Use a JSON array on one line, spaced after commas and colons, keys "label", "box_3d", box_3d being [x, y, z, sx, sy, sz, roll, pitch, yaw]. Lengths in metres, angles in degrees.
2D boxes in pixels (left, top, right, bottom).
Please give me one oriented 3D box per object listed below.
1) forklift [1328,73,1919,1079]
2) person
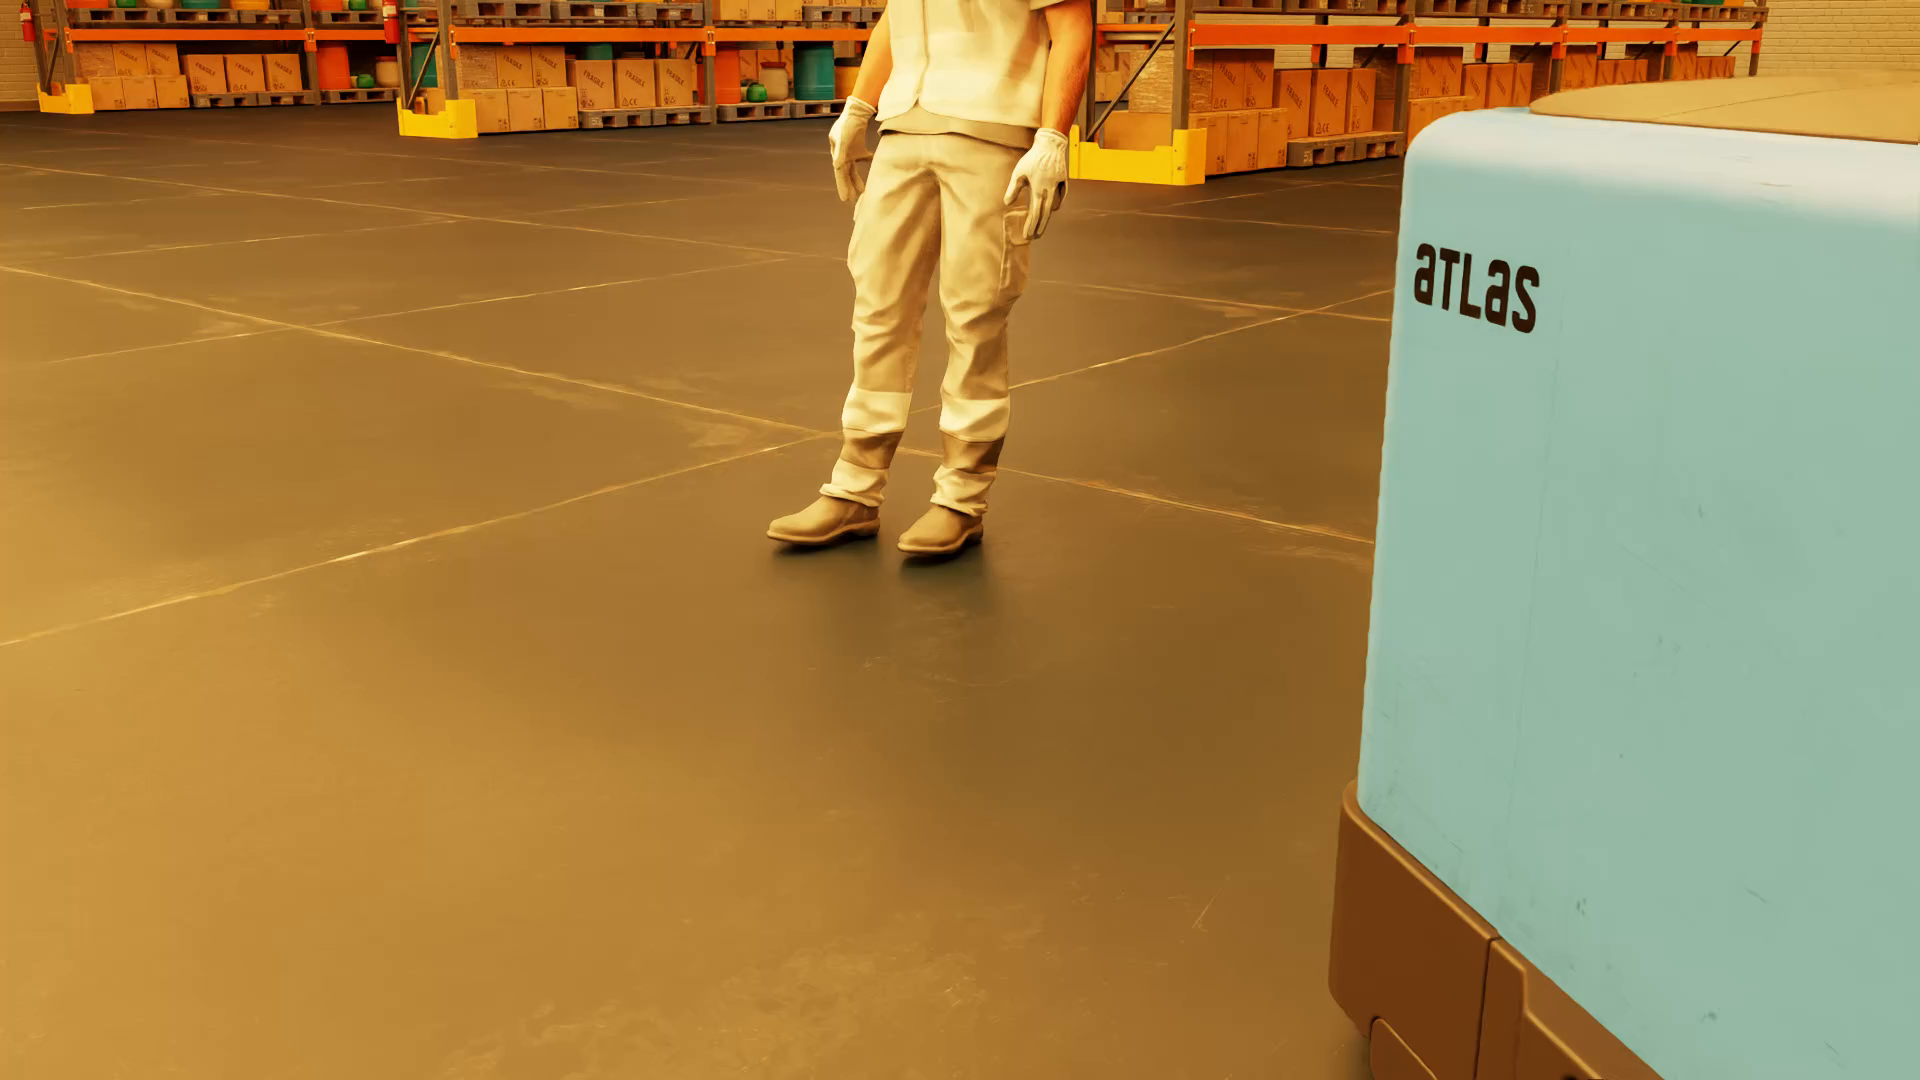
[{"label": "forklift", "box_3d": [1.319, -0.442, 0.354, 1.130, 2.935, 3.031, -5, 17, -15]}, {"label": "person", "box_3d": [-0.061, -0.848, 3.629, 0.637, 1.787, 0.564, 13, 21, 37]}]
